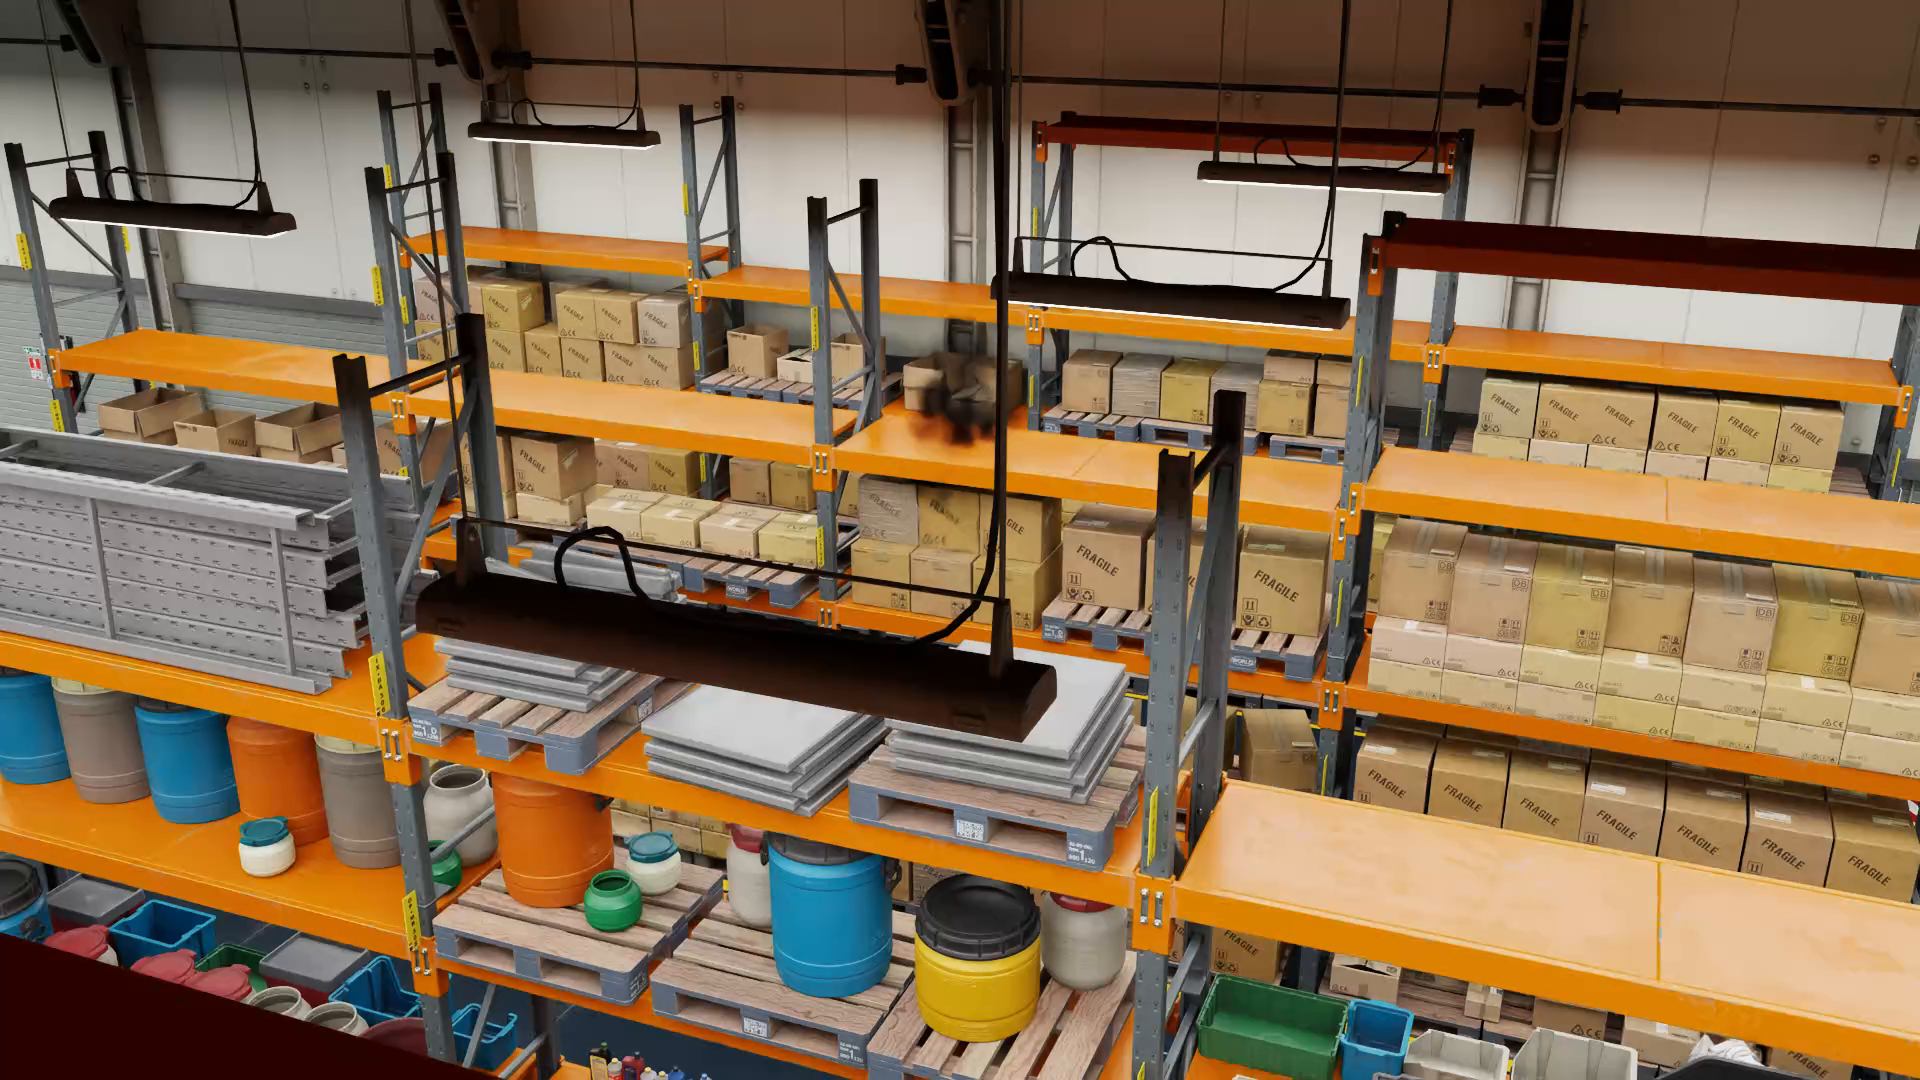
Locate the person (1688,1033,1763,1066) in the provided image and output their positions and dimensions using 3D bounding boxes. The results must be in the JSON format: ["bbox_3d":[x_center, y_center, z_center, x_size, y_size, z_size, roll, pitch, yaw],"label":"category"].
[{"bbox_3d":[4.776,3.673,10.356,0.743,1.833,0.716,4,21,10],"label":"person"}]
